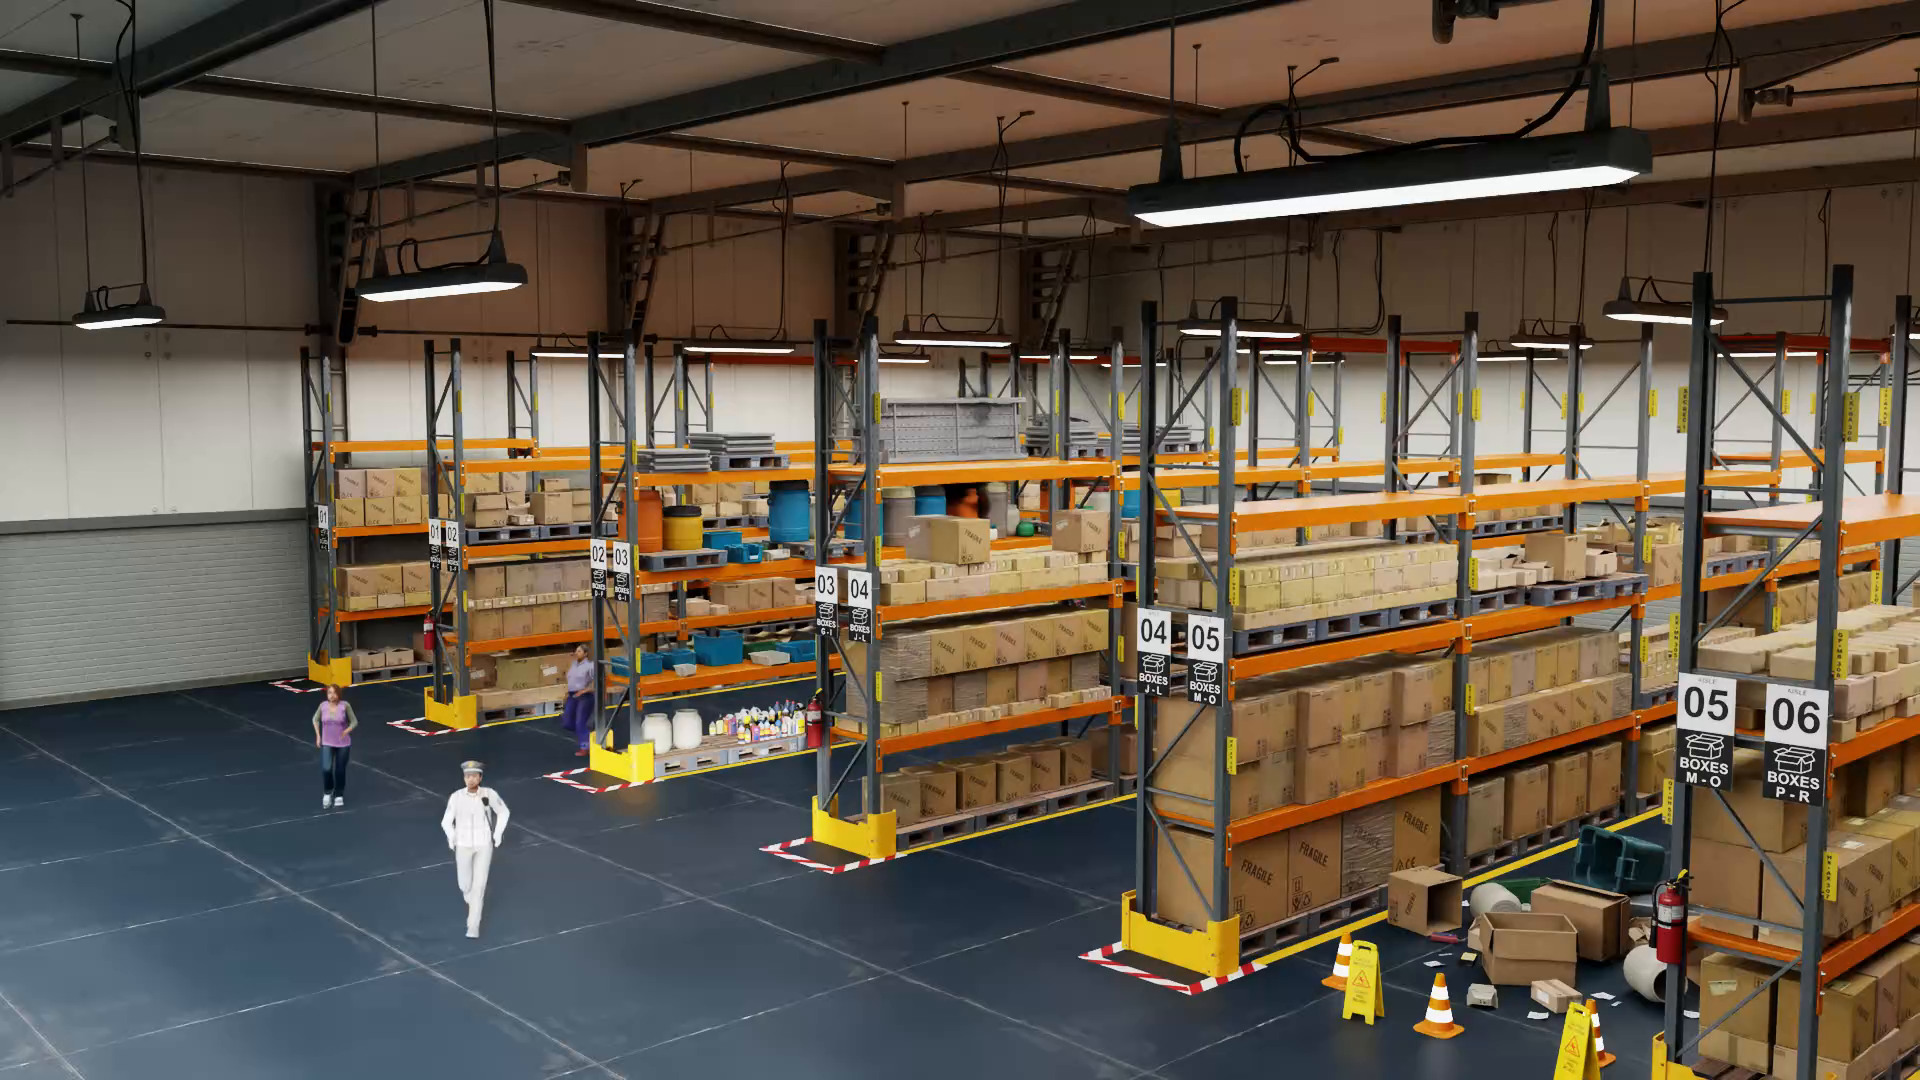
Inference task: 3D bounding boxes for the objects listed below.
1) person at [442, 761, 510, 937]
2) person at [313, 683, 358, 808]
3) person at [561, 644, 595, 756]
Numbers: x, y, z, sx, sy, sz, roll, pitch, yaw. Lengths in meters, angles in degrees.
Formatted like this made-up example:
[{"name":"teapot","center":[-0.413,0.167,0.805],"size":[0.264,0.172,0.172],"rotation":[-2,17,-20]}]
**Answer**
[{"name":"person","center":[-4.665,2.938,16.038],"size":[0.632,1.656,0.778],"rotation":[-1,5,-12]},{"name":"person","center":[-7.747,2.568,20.628],"size":[0.538,1.547,0.622],"rotation":[-2,5,-17]},{"name":"person","center":[-5.418,2.294,23.792],"size":[0.594,1.579,0.541],"rotation":[3,6,30]}]
